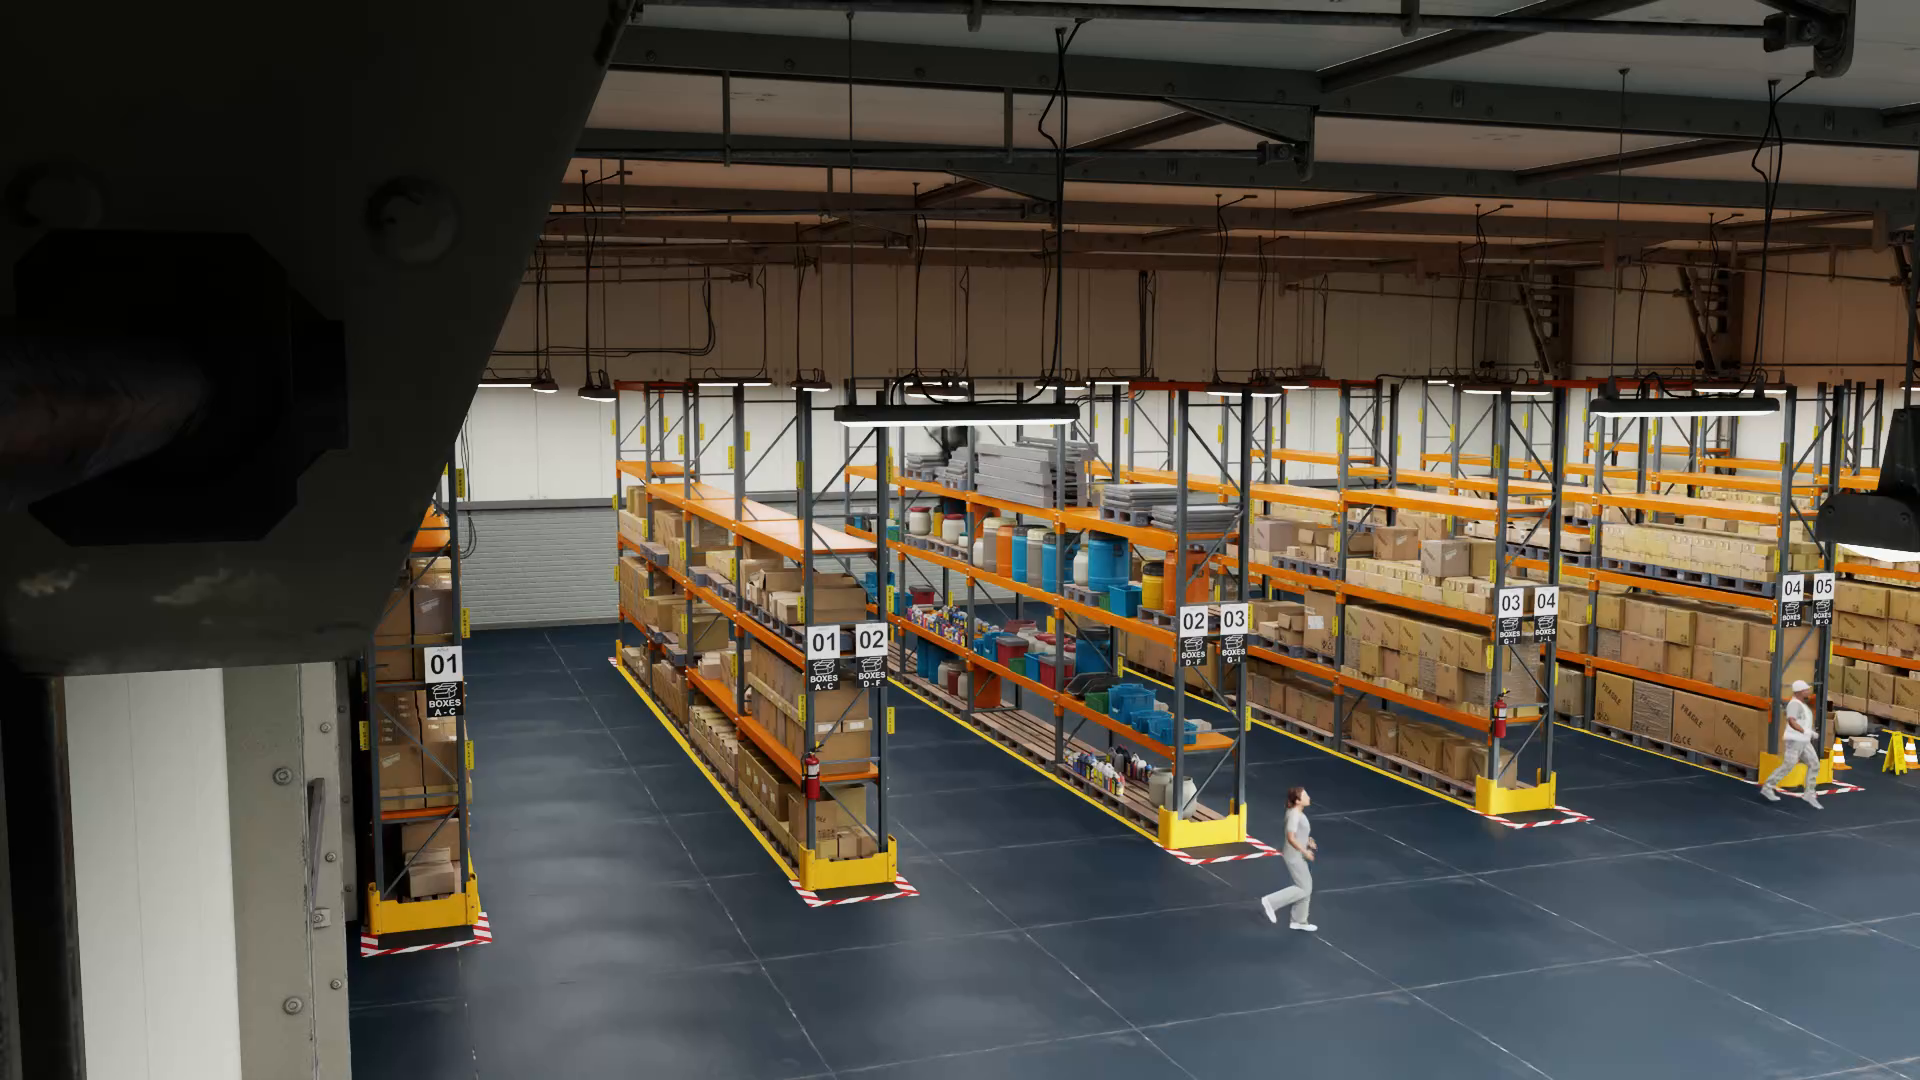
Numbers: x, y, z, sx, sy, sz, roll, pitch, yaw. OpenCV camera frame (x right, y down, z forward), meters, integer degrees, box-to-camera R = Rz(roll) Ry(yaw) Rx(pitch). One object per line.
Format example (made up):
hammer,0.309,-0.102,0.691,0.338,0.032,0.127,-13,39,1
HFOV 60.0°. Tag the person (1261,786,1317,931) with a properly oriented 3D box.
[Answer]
person,3.700,3.560,18.656,0.634,1.645,0.566,1,6,7

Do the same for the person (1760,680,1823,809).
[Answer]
person,12.091,2.924,24.000,0.809,1.805,0.741,5,8,39
